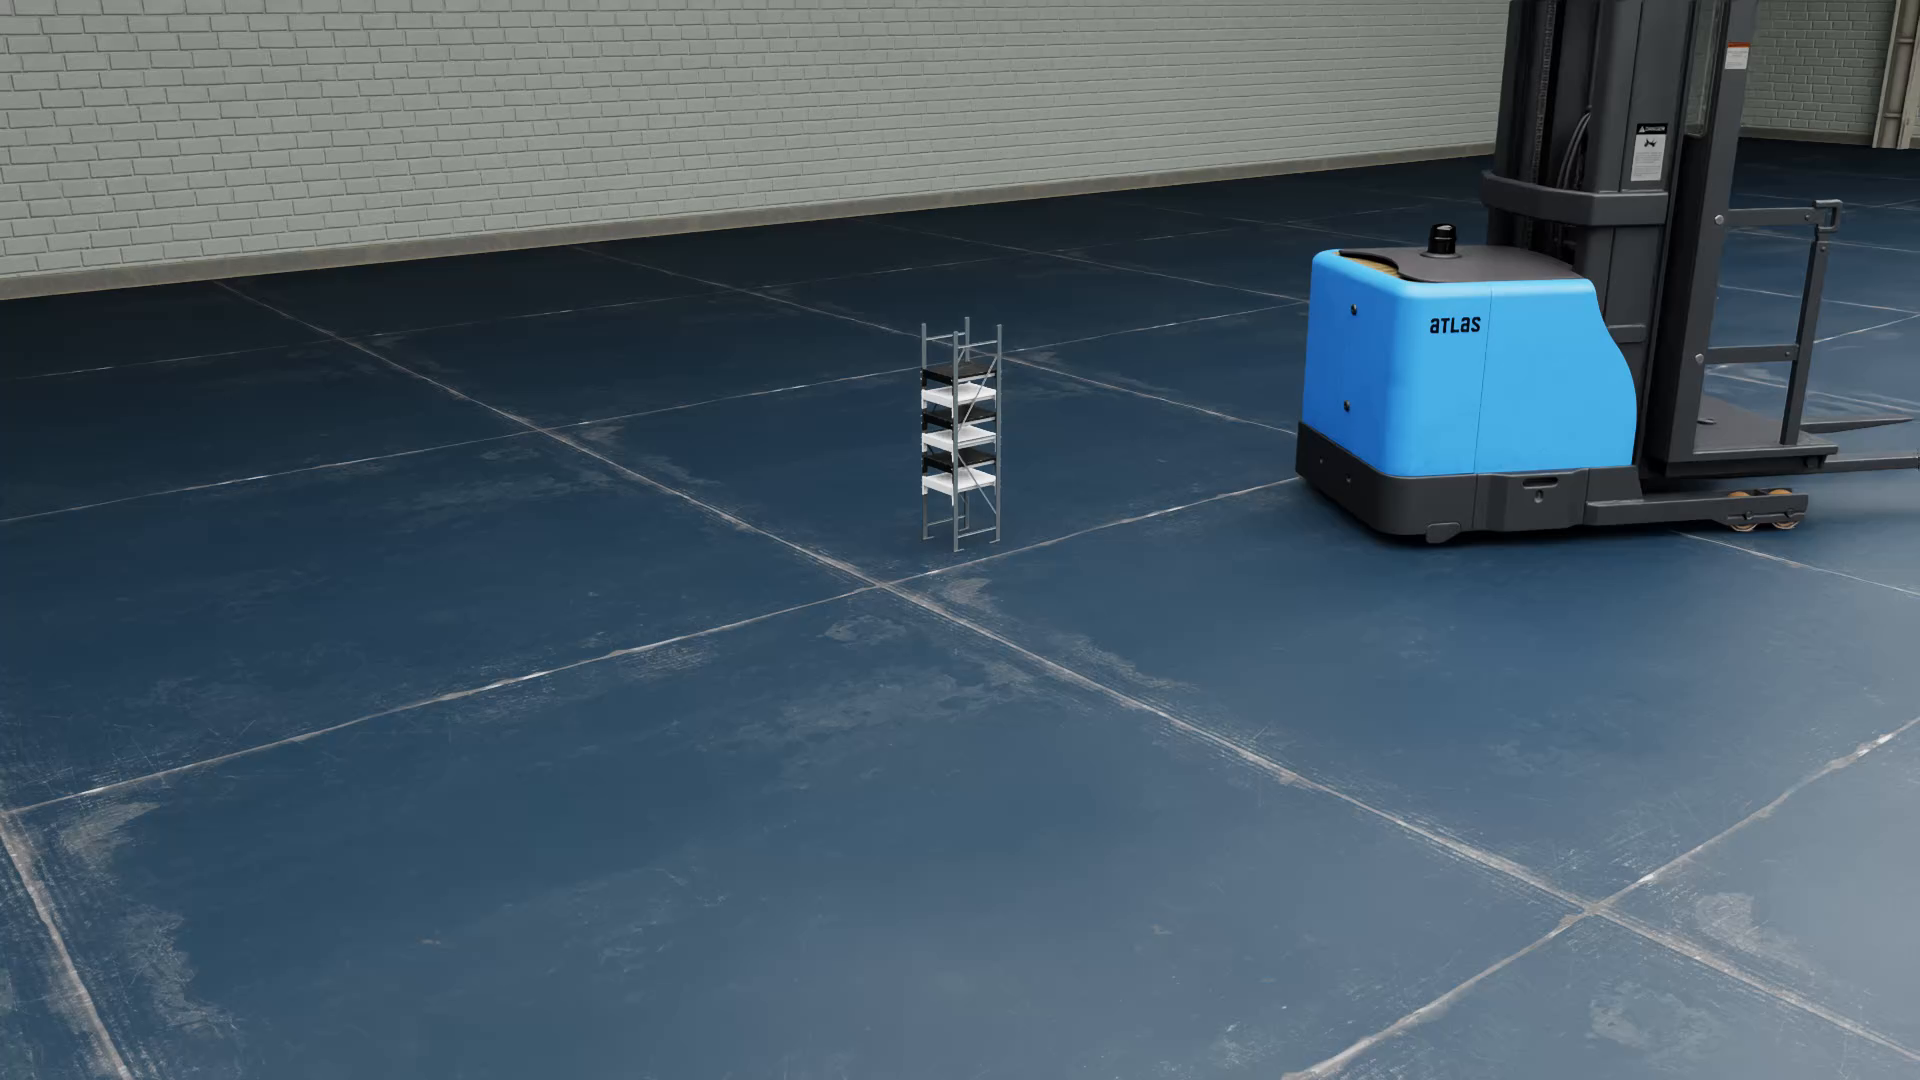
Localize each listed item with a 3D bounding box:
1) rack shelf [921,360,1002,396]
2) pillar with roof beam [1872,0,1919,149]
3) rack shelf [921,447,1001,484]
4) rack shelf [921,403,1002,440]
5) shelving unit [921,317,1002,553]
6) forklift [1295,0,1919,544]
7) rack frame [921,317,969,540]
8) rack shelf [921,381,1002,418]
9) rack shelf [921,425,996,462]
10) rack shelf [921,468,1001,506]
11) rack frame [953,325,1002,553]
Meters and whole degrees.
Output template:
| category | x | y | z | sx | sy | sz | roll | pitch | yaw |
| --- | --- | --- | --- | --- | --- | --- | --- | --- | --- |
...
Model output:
| category | x | y | z | sx | sy | sz | roll | pitch | yaw |
| --- | --- | --- | --- | --- | --- | --- | --- | --- | --- |
| rack shelf | 0.005 | -0.650 | 6.641 | 0.258 | 0.077 | 0.200 | -14 | 23 | -36 |
| pillar with roof beam | 9.989 | -9.066 | 19.925 | 9.100 | 9.000 | 0.400 | -14 | 23 | -36 |
| rack shelf | 0.005 | -0.308 | 6.754 | 0.258 | 0.077 | 0.200 | -14 | 23 | -36 |
| rack shelf | 0.005 | -0.479 | 6.697 | 0.258 | 0.077 | 0.200 | -14 | 23 | -36 |
| shelving unit | 0.005 | -0.425 | 6.715 | 0.258 | 0.900 | 0.210 | -14 | 23 | -36 |
| forklift | 3.095 | -1.584 | 6.985 | 3.031 | 2.935 | 1.130 | -3 | 19 | -10 |
| rack frame | -0.058 | -0.450 | 6.791 | 0.240 | 0.900 | 0.006 | -14 | 23 | -36 |
| rack shelf | 0.005 | -0.564 | 6.669 | 0.258 | 0.077 | 0.200 | -14 | 23 | -36 |
| rack shelf | 0.005 | -0.394 | 6.725 | 0.258 | 0.077 | 0.200 | -14 | 23 | -36 |
| rack shelf | 0.005 | -0.223 | 6.782 | 0.258 | 0.077 | 0.200 | -14 | 23 | -36 |
| rack frame | 0.068 | -0.400 | 6.639 | 0.240 | 0.900 | 0.006 | -14 | 23 | -36 |
